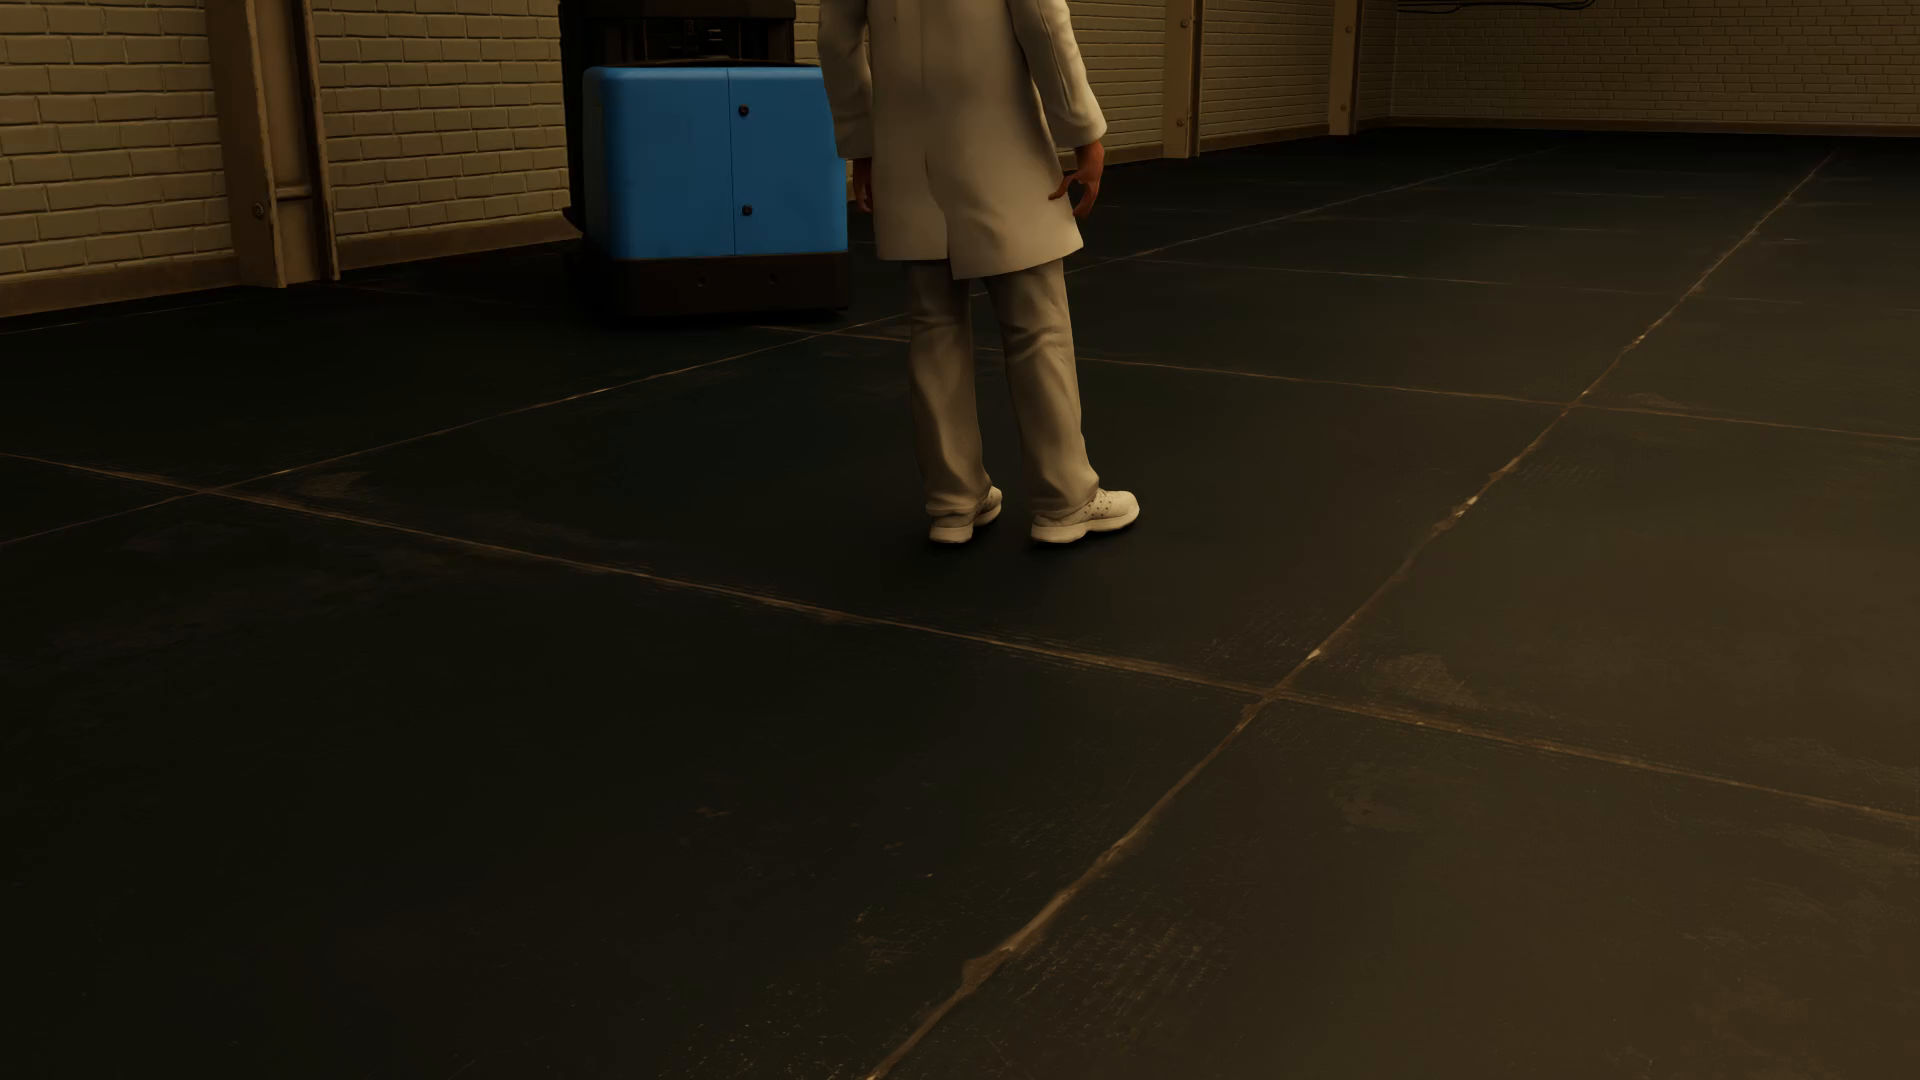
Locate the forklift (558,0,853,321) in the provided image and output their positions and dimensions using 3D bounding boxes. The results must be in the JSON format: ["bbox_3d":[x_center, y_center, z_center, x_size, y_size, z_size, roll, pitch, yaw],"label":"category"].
[{"bbox_3d":[-1.407,-2.711,8.060,1.130,2.935,3.031,-5,17,-17],"label":"forklift"}]

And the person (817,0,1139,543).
[{"bbox_3d":[0.049,-0.881,3.861,0.694,1.775,0.581,9,19,28],"label":"person"}]
